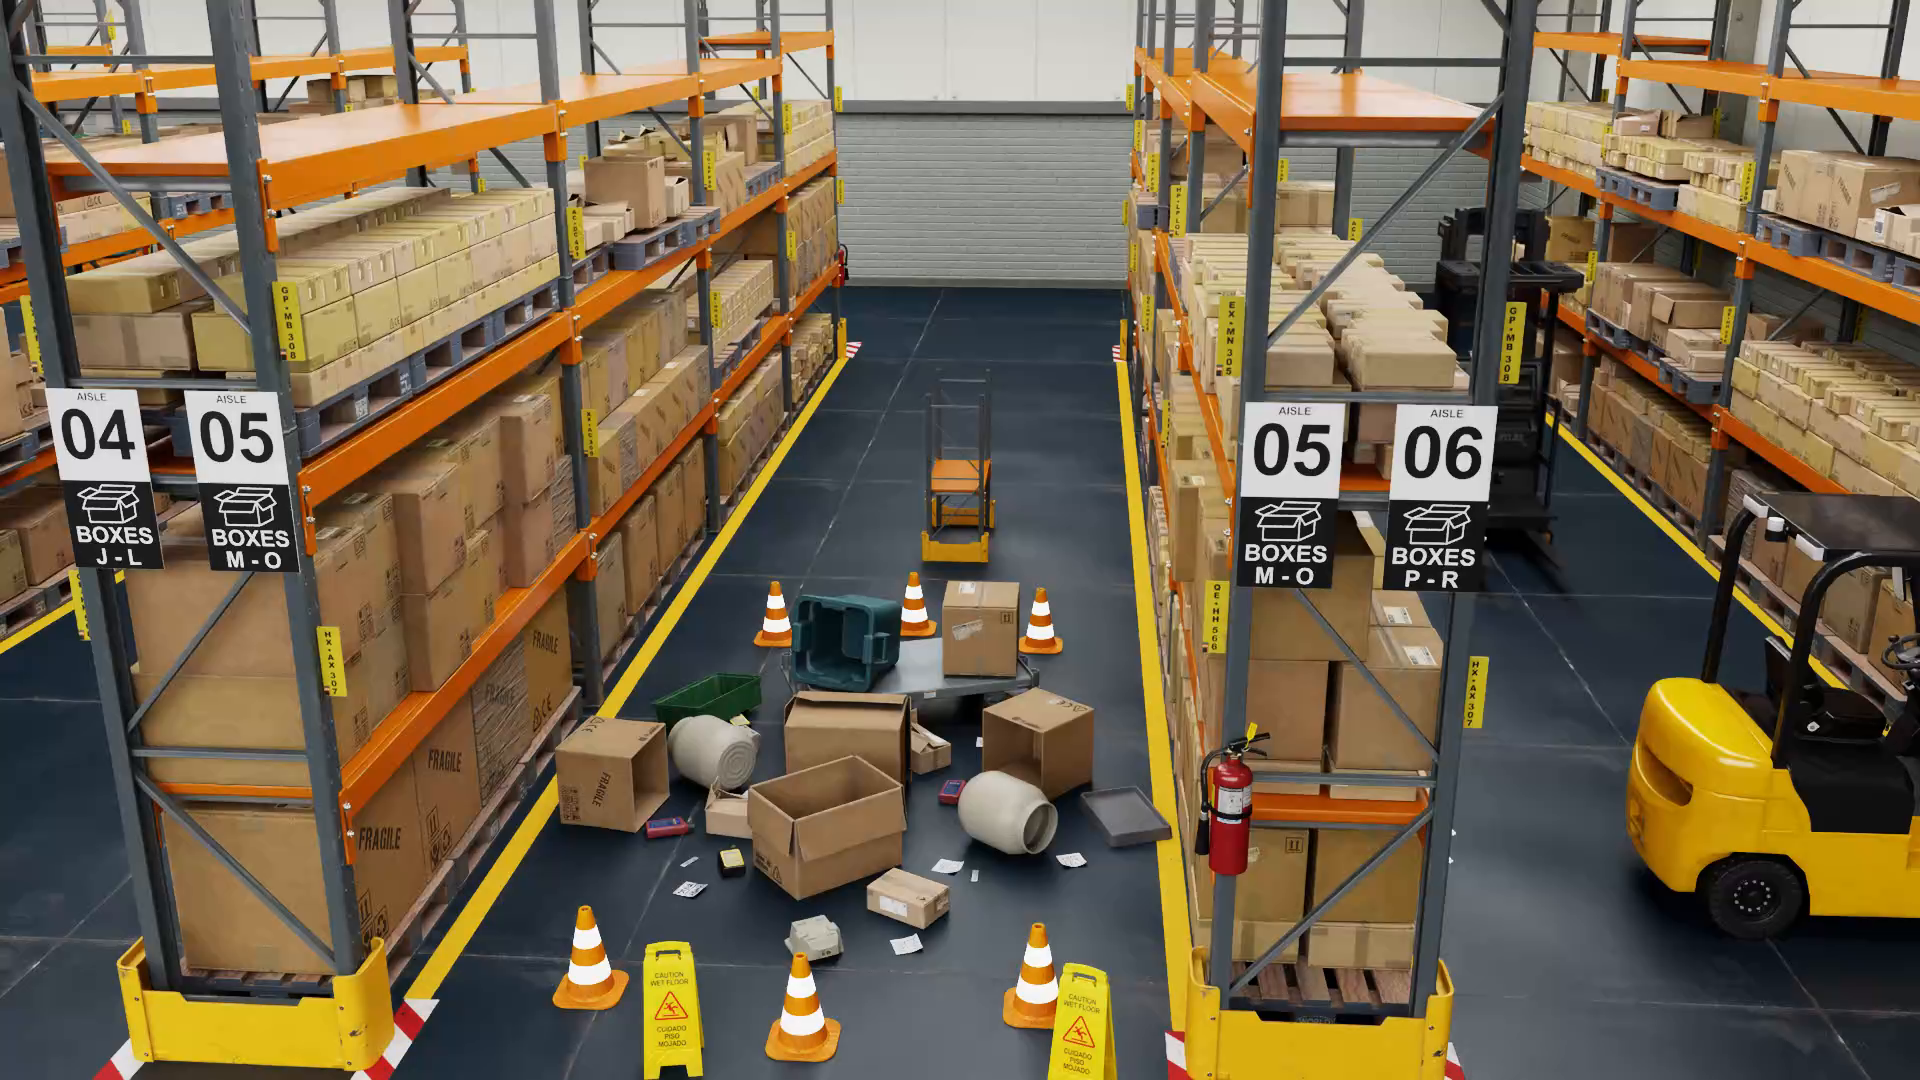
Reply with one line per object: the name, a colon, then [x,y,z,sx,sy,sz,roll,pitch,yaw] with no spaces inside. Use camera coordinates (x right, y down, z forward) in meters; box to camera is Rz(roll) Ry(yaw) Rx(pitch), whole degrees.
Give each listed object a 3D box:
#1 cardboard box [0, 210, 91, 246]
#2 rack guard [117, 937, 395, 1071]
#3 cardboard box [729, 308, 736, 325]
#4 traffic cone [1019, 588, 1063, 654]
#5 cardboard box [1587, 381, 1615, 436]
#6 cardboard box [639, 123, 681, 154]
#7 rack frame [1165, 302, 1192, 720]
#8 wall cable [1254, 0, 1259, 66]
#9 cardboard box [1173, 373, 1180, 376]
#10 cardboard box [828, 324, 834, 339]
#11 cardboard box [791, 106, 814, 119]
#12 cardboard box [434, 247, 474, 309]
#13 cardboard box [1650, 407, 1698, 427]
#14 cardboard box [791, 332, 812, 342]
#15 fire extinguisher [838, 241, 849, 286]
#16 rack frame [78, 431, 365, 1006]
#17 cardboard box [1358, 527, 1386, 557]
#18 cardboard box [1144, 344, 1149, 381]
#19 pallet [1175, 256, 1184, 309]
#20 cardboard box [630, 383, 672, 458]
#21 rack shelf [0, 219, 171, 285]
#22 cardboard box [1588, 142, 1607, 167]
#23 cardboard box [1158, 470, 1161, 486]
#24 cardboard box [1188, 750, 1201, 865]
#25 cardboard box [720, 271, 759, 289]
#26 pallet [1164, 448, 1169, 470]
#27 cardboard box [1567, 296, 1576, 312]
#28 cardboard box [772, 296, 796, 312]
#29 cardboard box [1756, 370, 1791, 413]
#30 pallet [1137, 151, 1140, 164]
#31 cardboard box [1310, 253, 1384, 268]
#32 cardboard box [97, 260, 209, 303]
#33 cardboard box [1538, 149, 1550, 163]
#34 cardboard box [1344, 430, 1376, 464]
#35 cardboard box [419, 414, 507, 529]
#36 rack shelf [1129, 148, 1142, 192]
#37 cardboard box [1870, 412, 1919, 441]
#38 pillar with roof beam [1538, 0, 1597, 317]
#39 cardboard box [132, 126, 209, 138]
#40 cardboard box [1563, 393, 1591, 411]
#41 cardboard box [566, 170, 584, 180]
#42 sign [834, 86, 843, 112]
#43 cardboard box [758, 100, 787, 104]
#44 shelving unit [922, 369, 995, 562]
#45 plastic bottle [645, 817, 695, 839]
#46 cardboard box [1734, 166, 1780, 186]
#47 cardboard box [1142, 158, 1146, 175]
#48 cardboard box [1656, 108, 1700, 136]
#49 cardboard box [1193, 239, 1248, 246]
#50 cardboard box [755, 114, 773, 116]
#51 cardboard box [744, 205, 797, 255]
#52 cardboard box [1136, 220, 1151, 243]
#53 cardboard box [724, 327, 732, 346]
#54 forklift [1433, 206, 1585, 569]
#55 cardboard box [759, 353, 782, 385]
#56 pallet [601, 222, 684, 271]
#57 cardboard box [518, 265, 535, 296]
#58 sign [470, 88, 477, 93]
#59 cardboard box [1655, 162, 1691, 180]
cardboard box: [-7.522,-2.549,13.636,0.500,0.250,0.500,2,18,5]
rack guard: [-3.307,2.164,7.844,1.175,0.500,0.348,1,18,4]
cardboard box: [-2.427,-2.207,16.418,0.380,0.149,0.250,1,18,4]
traffic cone: [0.618,0.594,12.693,0.336,0.463,0.334,1,18,4]
cardboard box: [7.191,-1.436,18.156,0.500,0.500,0.500,2,18,6]
cardboard box: [-2.891,-3.884,16.080,0.396,0.266,0.258,1,18,4]
rack frame: [1.926,-0.195,11.028,1.000,3.000,0.127,1,18,4]
wall cable: [3.663,-8.528,26.825,2.355,3.000,0.029,1,18,4]
cardboard box: [1.764,-0.886,11.824,0.500,0.500,0.500,1,18,4]
cardboard box: [-1.912,-2.817,22.456,0.380,0.149,0.250,1,18,2]
cardboard box: [-2.013,-5.275,20.513,0.380,0.149,0.250,2,18,5]
cardboard box: [-2.907,-1.389,8.782,0.500,0.250,0.500,1,18,4]
cardboard box: [7.069,-1.218,16.448,0.380,0.149,0.250,0,18,1]
cardboard box: [-2.086,-2.555,21.180,0.380,0.149,0.250,1,18,2]
fire extinguisher: [-1.680,-3.855,22.921,0.296,0.674,0.183,1,18,4]
rack frame: [-3.306,0.968,7.478,1.000,3.000,0.127,1,18,4]
cardboard box: [2.047,0.240,9.061,0.500,0.500,0.500,1,18,3]
cardboard box: [2.011,-1.688,15.825,0.500,0.250,0.500,2,18,5]
pallet: [2.076,-1.720,11.168,1.213,0.211,1.003,1,18,4]
cardboard box: [-2.602,-0.949,13.167,0.500,0.500,0.500,2,18,5]
rack shelf: [-7.815,-2.121,13.243,1.077,0.370,4.000,1,18,4]
cardboard box: [7.235,-4.221,18.260,0.500,0.250,0.500,1,18,4]
cardboard box: [2.345,-0.840,15.734,0.875,0.875,0.875,1,18,3]
cardboard box: [1.470,1.381,8.754,0.500,0.500,0.500,2,18,6]
cardboard box: [-2.337,-2.747,17.591,0.380,0.149,0.250,1,18,4]
pallet: [2.111,-0.730,12.970,1.003,0.211,1.213,1,18,4]
cardboard box: [7.213,-2.718,19.131,0.380,0.149,0.250,2,18,5]
cardboard box: [-2.099,-2.720,19.137,0.380,0.149,0.250,2,18,6]
cardboard box: [6.851,-1.206,13.551,0.500,0.250,0.500,2,18,6]
pallet: [2.658,-4.695,20.085,1.003,0.211,1.213,1,18,4]
cardboard box: [2.183,-1.532,9.413,0.380,0.149,0.250,2,18,6]
cardboard box: [-3.601,-1.153,7.424,0.380,0.149,0.250,1,18,4]
cardboard box: [7.322,-4.707,20.383,0.380,0.149,0.250,1,18,4]
cardboard box: [1.916,-0.438,7.356,0.380,0.149,0.250,1,18,2]
cardboard box: [-3.179,-0.407,9.699,0.875,0.550,0.550,1,18,4]
rack shelf: [2.643,-4.384,20.151,1.077,0.370,4.000,1,18,4]
cardboard box: [6.637,-0.792,11.648,0.380,0.149,0.250,1,18,2]
pillar with roof beam: [4.536,-7.576,23.921,9.100,9.000,0.400,1,18,4]
cardboard box: [-7.726,-3.792,16.353,0.500,0.500,0.500,2,18,7]
cardboard box: [7.197,-1.594,19.202,0.380,0.149,0.250,1,18,2]
cardboard box: [-3.003,-2.927,13.855,0.500,0.311,0.500,1,18,4]
sign: [-1.606,-5.829,21.981,0.100,0.325,0.005,1,18,4]
cardboard box: [-2.445,-5.608,21.528,0.380,0.149,0.250,2,18,6]
shelving unit: [-0.005,-0.689,14.944,0.587,1.500,1.083,1,18,4]
plastic bottle: [-1.728,1.713,9.923,0.283,0.061,0.133,-5,19,-15]
cardboard box: [6.893,-3.126,14.278,0.380,0.149,0.250,2,18,6]
cardboard box: [2.059,-3.808,16.939,0.380,0.166,0.250,0,18,0]
cardboard box: [7.497,-4.365,17.361,0.396,0.266,0.258,1,18,3]
cardboard box: [1.588,-1.708,9.951,0.380,0.149,0.250,2,18,6]
cardboard box: [-2.169,-4.788,19.025,0.380,0.149,0.250,1,18,3]
cardboard box: [-2.170,-3.557,19.045,0.500,0.500,0.500,2,18,5]
cardboard box: [2.258,-3.355,18.905,0.500,0.500,0.500,1,18,3]
cardboard box: [-2.443,-1.982,16.211,0.380,0.149,0.250,2,18,6]
forklift: [4.792,-1.423,14.885,1.130,2.935,3.031,1,18,3]
cardboard box: [-2.247,-1.890,18.336,0.500,0.250,0.500,1,18,2]
pallet: [-2.803,-2.304,12.949,1.003,0.211,1.213,2,18,6]
cardboard box: [-2.761,-1.548,9.909,0.380,0.149,0.250,2,18,5]
sign: [-6.558,-5.935,22.434,0.100,0.325,0.005,1,18,4]
cardboard box: [6.948,-3.561,16.052,0.380,0.149,0.250,2,18,5]
